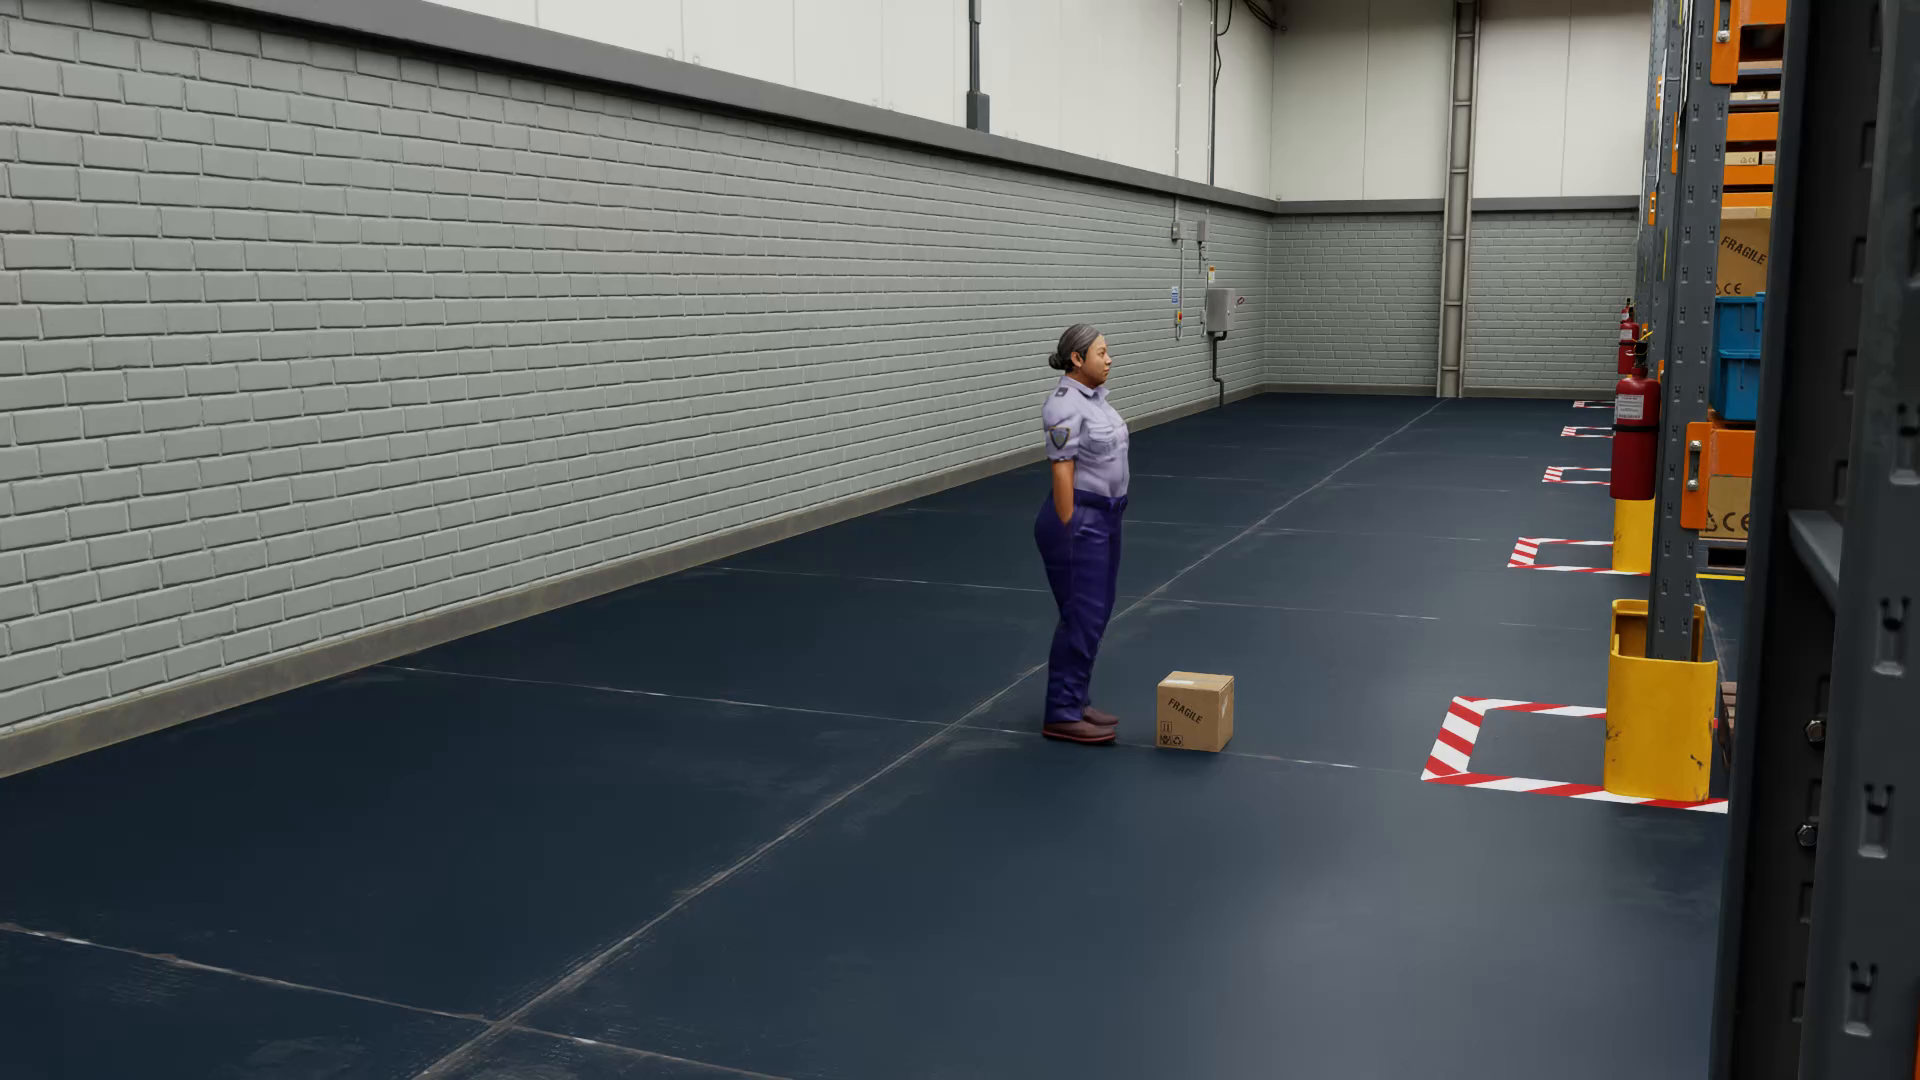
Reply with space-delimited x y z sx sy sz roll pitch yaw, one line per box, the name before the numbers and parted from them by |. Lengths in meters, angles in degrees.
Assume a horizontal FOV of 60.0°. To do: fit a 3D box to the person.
person | 0.501 -0.028 6.650 0.366 1.654 0.465 4 10 22
